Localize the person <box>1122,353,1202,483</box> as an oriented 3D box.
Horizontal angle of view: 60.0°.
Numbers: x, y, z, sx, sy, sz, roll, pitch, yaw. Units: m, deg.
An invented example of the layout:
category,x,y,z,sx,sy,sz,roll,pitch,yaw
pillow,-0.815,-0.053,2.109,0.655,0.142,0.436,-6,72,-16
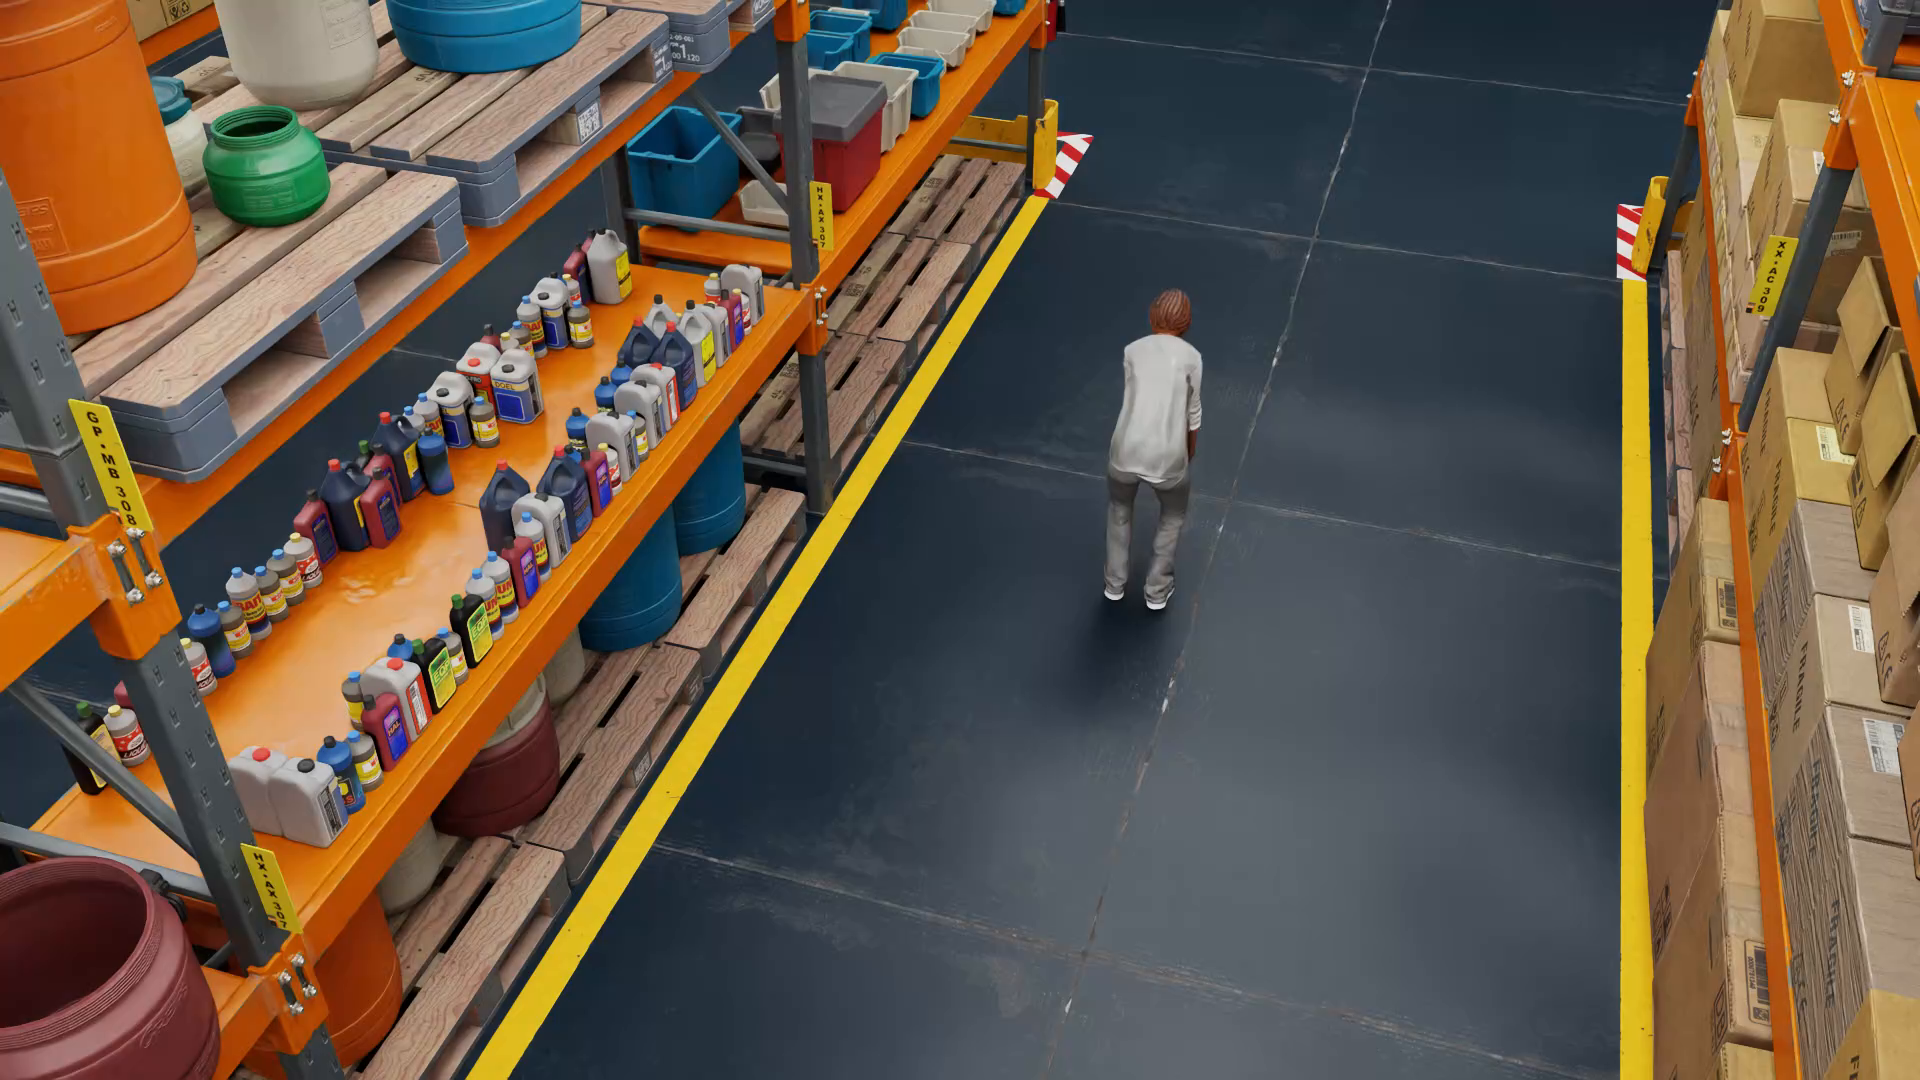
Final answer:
category,x,y,z,sx,sy,sz,roll,pitch,yaw
person,0.859,-0.577,7.319,0.369,0.471,0.498,10,39,13
